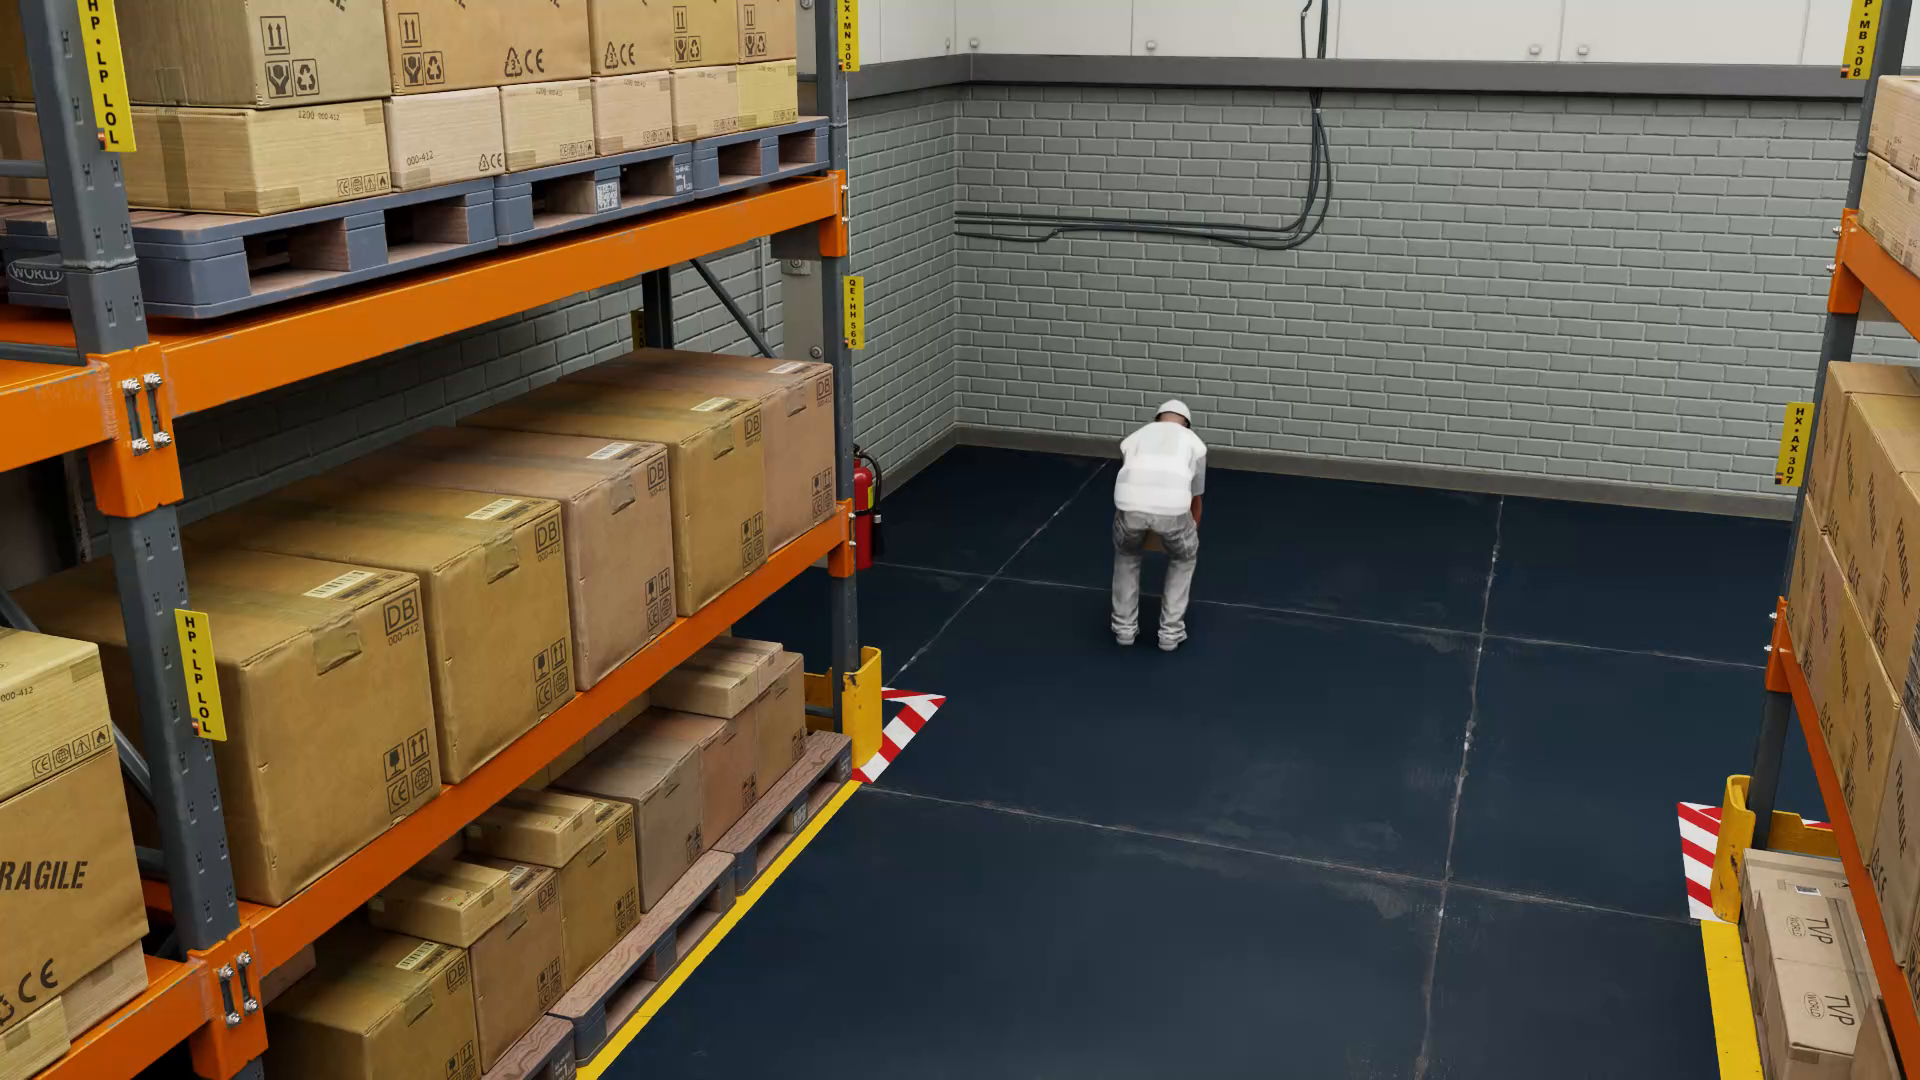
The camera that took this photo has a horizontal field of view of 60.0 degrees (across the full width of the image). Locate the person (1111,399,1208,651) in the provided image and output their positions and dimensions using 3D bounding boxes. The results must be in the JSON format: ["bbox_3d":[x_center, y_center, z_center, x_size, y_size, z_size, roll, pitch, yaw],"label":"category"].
[{"bbox_3d":[1.147,-0.095,9.582,0.507,1.293,0.938,6,19,16],"label":"person"}]
